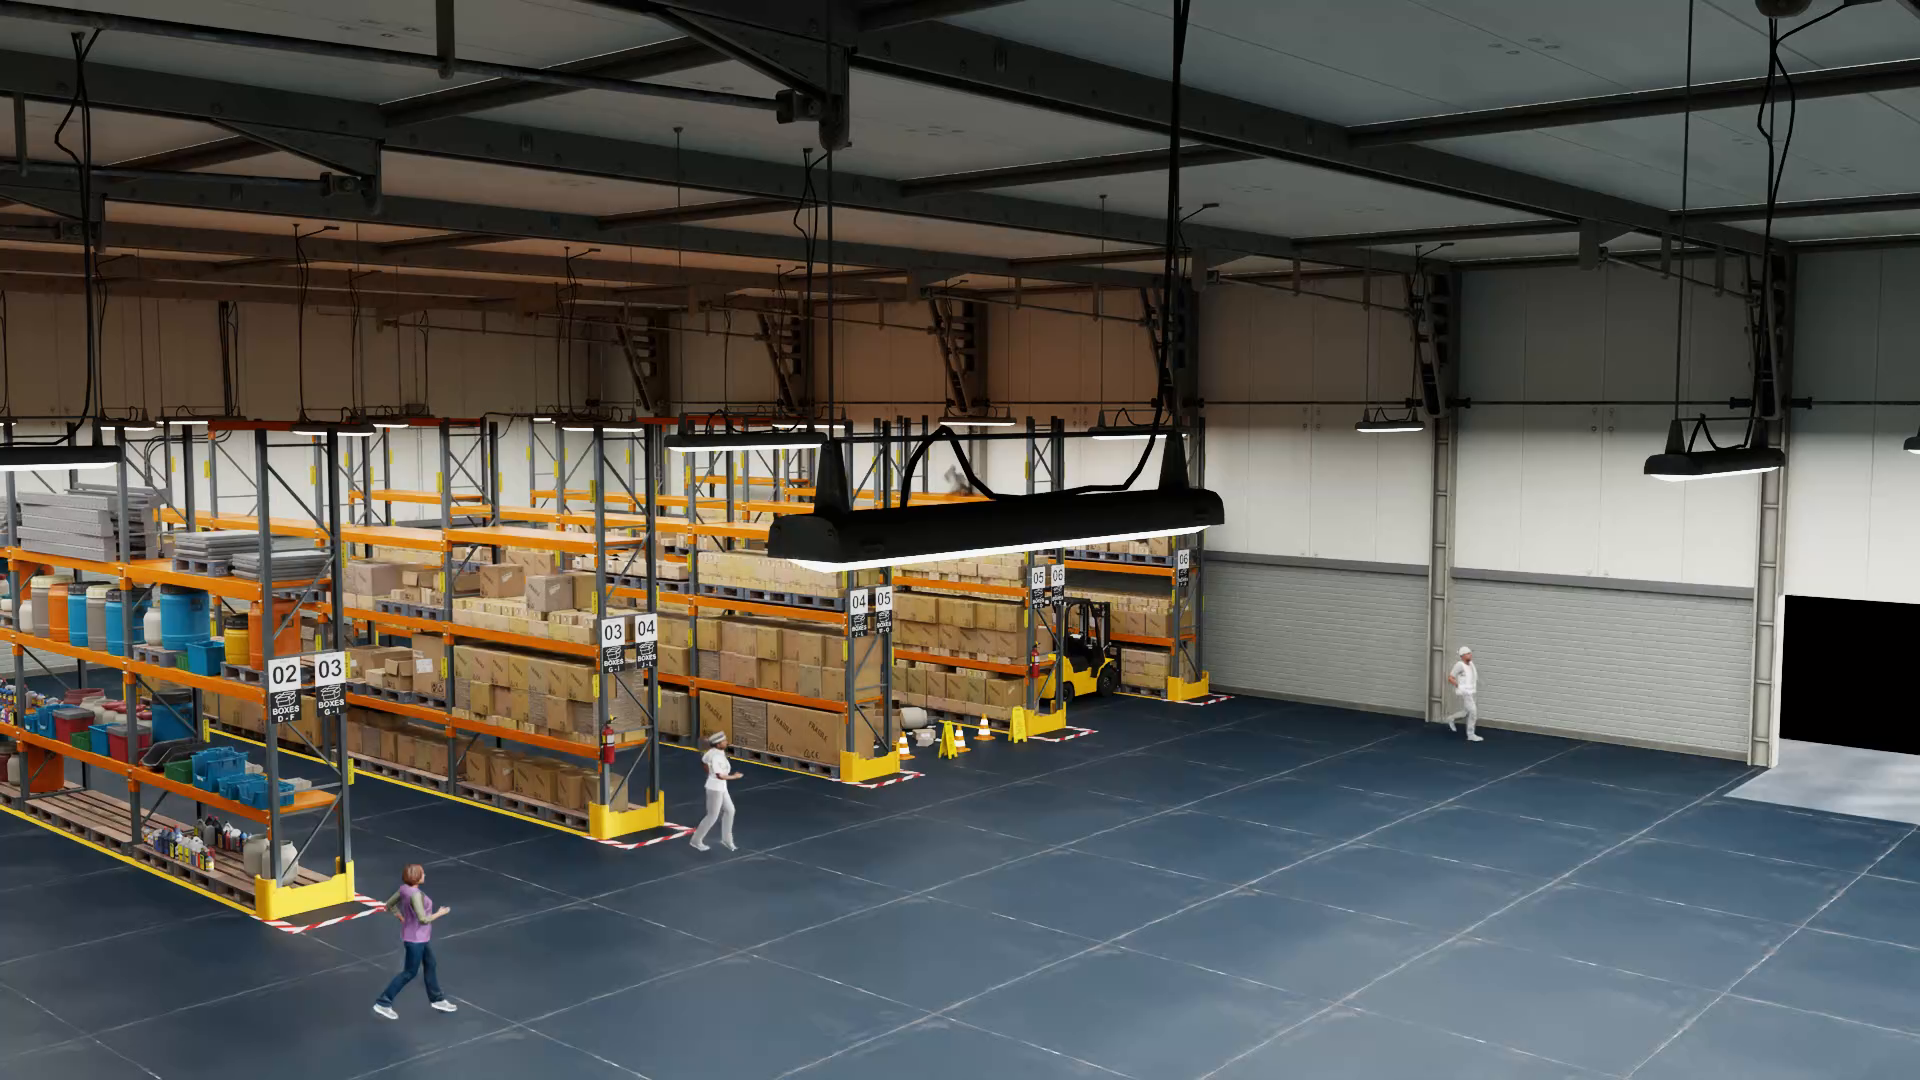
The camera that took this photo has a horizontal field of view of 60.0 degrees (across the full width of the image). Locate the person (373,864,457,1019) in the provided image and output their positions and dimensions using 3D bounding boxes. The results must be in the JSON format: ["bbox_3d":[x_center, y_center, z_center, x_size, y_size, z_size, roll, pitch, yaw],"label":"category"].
[{"bbox_3d":[-5.577,4.098,16.980,0.838,1.616,0.525,-3,5,-28],"label":"person"}]

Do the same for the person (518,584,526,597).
[{"bbox_3d":[-11.372,1.917,43.303,0.765,1.639,0.673,-2,5,-25],"label":"person"}]

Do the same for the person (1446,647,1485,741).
[{"bbox_3d":[9.461,2.871,31.169,0.809,1.750,0.696,5,7,44],"label":"person"}]

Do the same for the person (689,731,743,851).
[{"bbox_3d":[-3.435,3.559,23.392,0.756,1.773,0.597,-1,5,-8],"label":"person"}]
